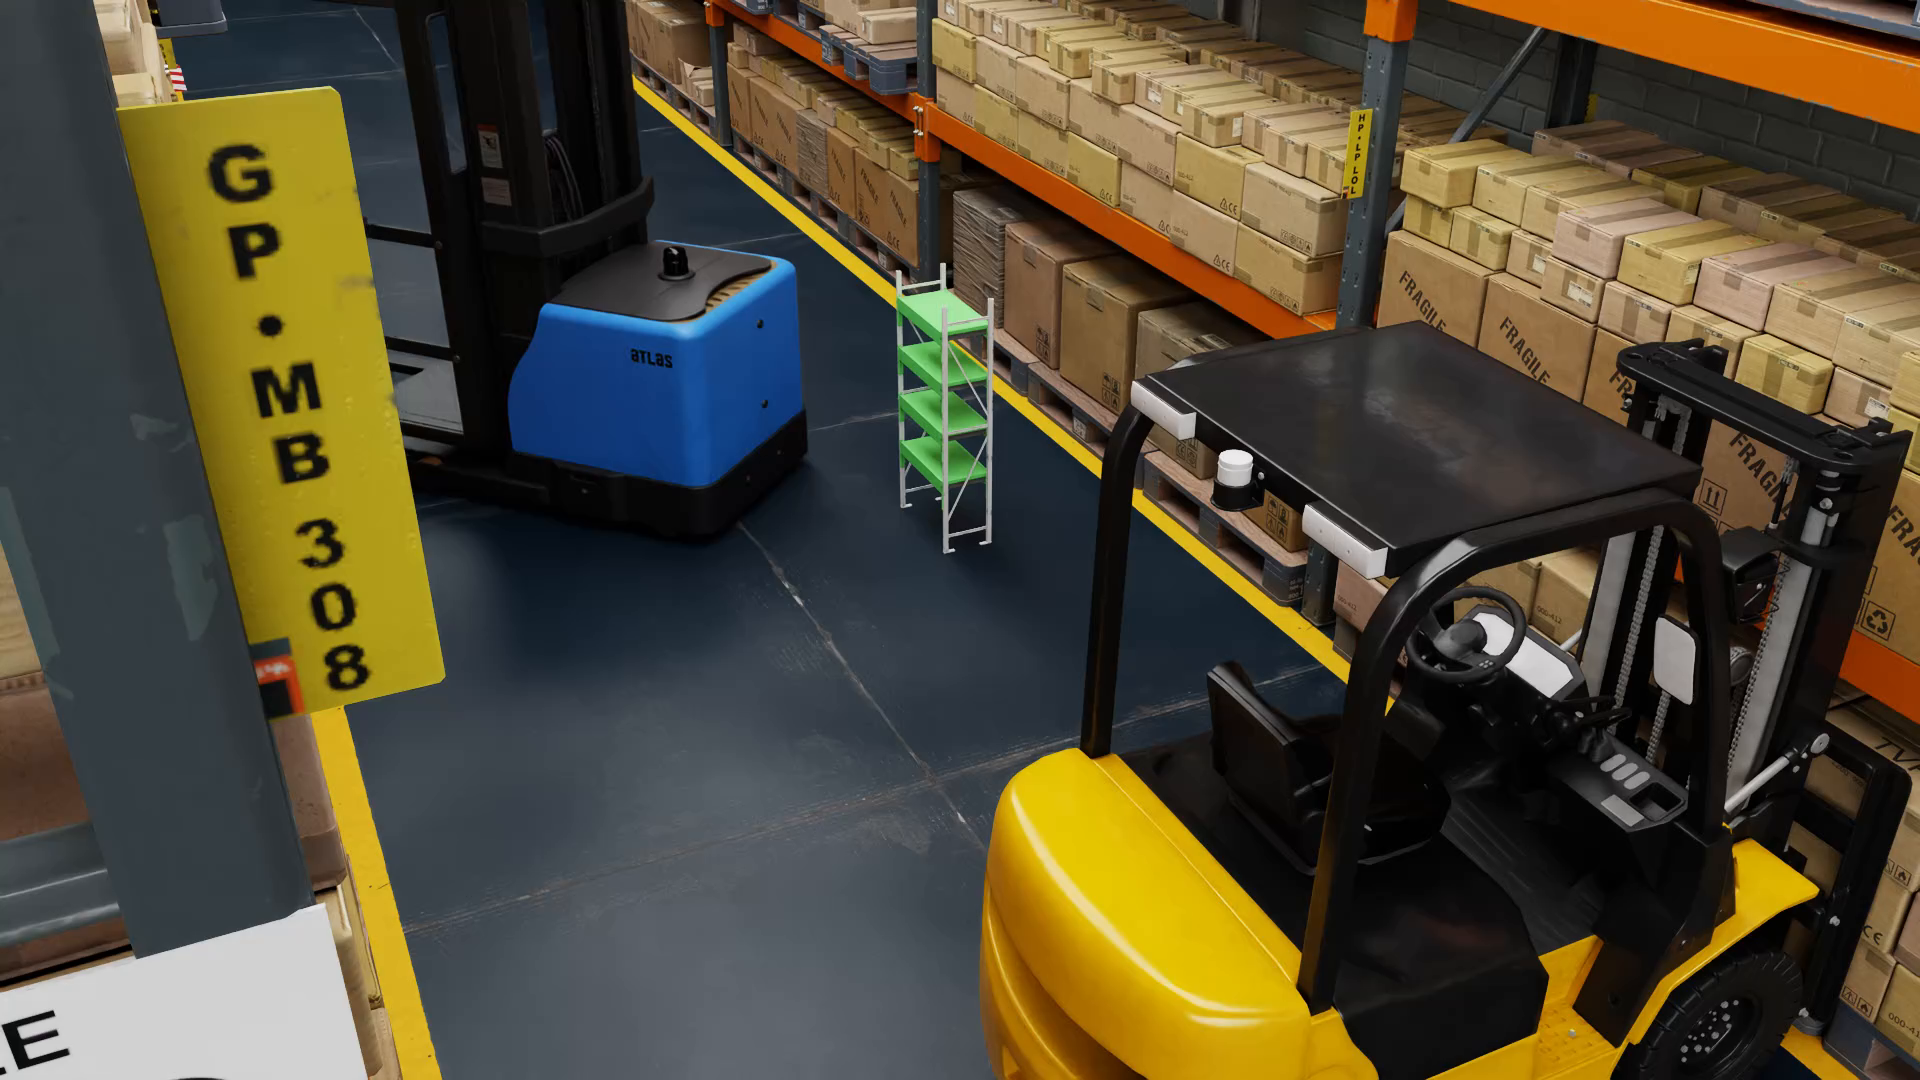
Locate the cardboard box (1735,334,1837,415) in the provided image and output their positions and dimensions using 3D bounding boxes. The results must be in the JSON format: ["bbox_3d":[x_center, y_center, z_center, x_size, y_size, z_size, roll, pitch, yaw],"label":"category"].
[{"bbox_3d":[2.490,-0.505,4.819,0.380,0.149,0.250,-14,32,-23],"label":"cardboard box"}]

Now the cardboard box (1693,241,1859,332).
[{"bbox_3d":[2.439,-0.763,4.974,0.380,0.149,0.250,-13,32,-22],"label":"cardboard box"}]

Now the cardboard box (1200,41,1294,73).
[{"bbox_3d":[1.375,-2.272,7.970,0.380,0.149,0.250,-13,32,-22],"label":"cardboard box"}]

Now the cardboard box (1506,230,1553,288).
[{"bbox_3d":[2.094,-0.969,5.646,0.380,0.149,0.250,-13,32,-22],"label":"cardboard box"}]

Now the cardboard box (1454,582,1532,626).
[{"bbox_3d":[2.092,0.237,6.132,0.500,0.250,0.500,-13,32,-22],"label":"cardboard box"}]

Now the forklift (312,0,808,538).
[{"bbox_3d":[-2.335,-1.747,7.870,3.031,2.935,1.130,12,31,20],"label":"forklift"}]

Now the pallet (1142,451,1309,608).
[{"bbox_3d":[1.593,-0.163,7.825,1.003,0.211,1.213,-13,32,-22],"label":"pallet"}]

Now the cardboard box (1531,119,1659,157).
[{"bbox_3d":[2.355,-1.441,6.183,0.380,0.149,0.250,-13,32,-22],"label":"cardboard box"}]

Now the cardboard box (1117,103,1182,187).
[{"bbox_3d":[1.062,-1.831,7.590,0.500,0.250,0.500,-12,32,-21],"label":"cardboard box"}]

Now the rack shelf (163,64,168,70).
[{"bbox_3d":[-3.395,-1.896,5.733,1.077,0.370,4.000,-13,32,-22],"label":"rack shelf"}]

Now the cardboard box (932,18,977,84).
[{"bbox_3d":[0.175,-2.729,9.192,0.500,0.250,0.500,-13,32,-22],"label":"cardboard box"}]

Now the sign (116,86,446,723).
[{"bbox_3d":[-0.329,-0.055,0.820,0.100,0.325,0.005,-13,32,-22],"label":"sign"}]

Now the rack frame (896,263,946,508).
[{"bbox_3d":[-0.176,-0.704,7.779,0.240,1.200,0.015,-13,32,-22],"label":"rack frame"}]

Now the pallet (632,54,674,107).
[{"bbox_3d":[-2.311,-4.223,15.065,1.003,0.211,1.213,-13,32,-22],"label":"pallet"}]

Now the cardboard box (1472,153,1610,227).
[{"bbox_3d":[2.024,-1.222,5.793,0.380,0.149,0.250,-13,32,-21],"label":"cardboard box"}]

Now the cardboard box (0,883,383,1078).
[{"bbox_3d":[-0.668,0.335,1.275,0.380,0.149,0.250,-13,32,-22],"label":"cardboard box"}]

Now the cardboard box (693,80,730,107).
[{"bbox_3d":[-1.994,-3.720,13.803,0.380,0.149,0.250,-14,32,-23],"label":"cardboard box"}]

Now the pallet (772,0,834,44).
[{"bbox_3d":[-0.611,-3.603,11.305,1.003,0.211,1.213,-13,32,-22],"label":"pallet"}]

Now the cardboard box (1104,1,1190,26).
[{"bbox_3d":[0.988,-2.741,8.806,0.380,0.149,0.250,-14,32,-23],"label":"cardboard box"}]

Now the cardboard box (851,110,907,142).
[{"bbox_3d":[-0.504,-2.736,11.025,0.380,0.149,0.250,-12,31,-21],"label":"cardboard box"}]

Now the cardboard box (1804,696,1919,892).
[{"bbox_3d":[2.733,0.702,4.791,0.500,0.250,0.500,-13,32,-21],"label":"cardboard box"}]

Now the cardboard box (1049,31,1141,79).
[{"bbox_3d":[0.662,-2.385,8.171,0.380,0.149,0.250,-12,32,-21],"label":"cardboard box"}]

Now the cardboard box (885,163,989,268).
[{"bbox_3d":[-0.148,-2.063,10.489,0.500,0.500,0.500,-12,31,-21],"label":"cardboard box"}]

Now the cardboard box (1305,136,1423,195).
[{"bbox_3d":[1.598,-1.493,6.580,0.380,0.149,0.250,-12,31,-20],"label":"cardboard box"}]

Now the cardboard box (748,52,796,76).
[{"bbox_3d":[-1.387,-3.651,12.658,0.380,0.149,0.250,-14,32,-23],"label":"cardboard box"}]

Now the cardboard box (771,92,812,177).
[{"bbox_3d":[-1.037,-2.973,12.112,0.500,0.500,0.500,-14,32,-23],"label":"cardboard box"}]

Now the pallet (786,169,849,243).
[{"bbox_3d":[-0.578,-2.489,11.972,1.003,0.211,1.213,-13,32,-22],"label":"pallet"}]

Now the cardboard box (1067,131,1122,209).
[{"bbox_3d":[0.858,-1.837,8.113,0.500,0.250,0.500,-12,31,-20],"label":"cardboard box"}]

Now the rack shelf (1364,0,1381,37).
[{"bbox_3d":[1.086,-2.940,7.595,1.077,0.370,4.000,-13,32,-22],"label":"rack shelf"}]

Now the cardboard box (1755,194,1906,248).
[{"bbox_3d":[2.808,-0.991,5.381,0.380,0.149,0.250,-14,32,-23],"label":"cardboard box"}]

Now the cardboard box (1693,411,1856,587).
[{"bbox_3d":[2.553,-0.178,4.899,0.500,0.500,0.500,-13,32,-22],"label":"cardboard box"}]

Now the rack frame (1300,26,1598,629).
[{"bbox_3d":[1.945,-1.062,6.577,1.000,3.000,0.127,-13,32,-22],"label":"rack frame"}]

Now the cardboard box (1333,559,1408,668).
[{"bbox_3d":[1.854,0.237,6.642,0.500,0.250,0.500,-13,32,-21],"label":"cardboard box"}]

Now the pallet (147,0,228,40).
[{"bbox_3d":[-2.705,-1.540,4.554,1.213,0.211,1.003,-13,32,-22],"label":"pallet"}]

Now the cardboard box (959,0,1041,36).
[{"bbox_3d":[0.214,-2.835,8.974,0.380,0.149,0.250,-12,32,-21],"label":"cardboard box"}]

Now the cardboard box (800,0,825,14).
[{"bbox_3d":[-0.640,-3.739,10.817,0.797,0.503,0.637,-14,32,-23],"label":"cardboard box"}]

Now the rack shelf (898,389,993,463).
[{"bbox_3d":[-0.071,-0.541,7.618,0.258,0.148,0.480,-13,32,-22],"label":"rack shelf"}]

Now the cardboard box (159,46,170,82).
[{"bbox_3d":[-3.576,-1.773,7.009,0.500,0.500,0.500,-14,32,-23],"label":"cardboard box"}]

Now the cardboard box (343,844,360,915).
[{"bbox_3d":[-2.040,1.203,4.920,0.500,0.250,0.500,-12,31,-20],"label":"cardboard box"}]

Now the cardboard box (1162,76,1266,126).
[{"bbox_3d":[1.125,-1.939,7.376,0.380,0.149,0.250,-14,32,-23],"label":"cardboard box"}]

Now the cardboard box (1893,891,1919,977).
[{"bbox_3d":[2.965,1.130,4.539,0.500,0.250,0.500,-13,32,-22],"label":"cardboard box"}]

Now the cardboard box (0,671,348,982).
[{"bbox_3d":[-0.794,0.098,1.291,0.500,0.250,0.500,-14,32,-23],"label":"cardboard box"}]

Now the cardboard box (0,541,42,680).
[{"bbox_3d":[-0.788,0.002,1.053,0.380,0.149,0.250,-13,32,-22],"label":"cardboard box"}]

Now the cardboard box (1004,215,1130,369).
[{"bbox_3d":[0.771,-1.411,9.198,0.875,0.625,0.625,-12,31,-20],"label":"cardboard box"}]

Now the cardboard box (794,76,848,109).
[{"bbox_3d":[-0.959,-3.194,11.842,0.380,0.149,0.250,-12,31,-20],"label":"cardboard box"}]

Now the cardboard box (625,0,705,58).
[{"bbox_3d":[-2.698,-4.780,15.334,0.700,0.500,0.500,-12,31,-20],"label":"cardboard box"}]

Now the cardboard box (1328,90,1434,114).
[{"bbox_3d":[1.814,-1.829,7.179,0.380,0.149,0.250,-13,32,-22],"label":"cardboard box"}]

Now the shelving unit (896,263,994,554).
[{"bbox_3d":[-0.071,-0.596,7.587,0.258,1.200,0.503,-13,32,-22],"label":"shelving unit"}]
